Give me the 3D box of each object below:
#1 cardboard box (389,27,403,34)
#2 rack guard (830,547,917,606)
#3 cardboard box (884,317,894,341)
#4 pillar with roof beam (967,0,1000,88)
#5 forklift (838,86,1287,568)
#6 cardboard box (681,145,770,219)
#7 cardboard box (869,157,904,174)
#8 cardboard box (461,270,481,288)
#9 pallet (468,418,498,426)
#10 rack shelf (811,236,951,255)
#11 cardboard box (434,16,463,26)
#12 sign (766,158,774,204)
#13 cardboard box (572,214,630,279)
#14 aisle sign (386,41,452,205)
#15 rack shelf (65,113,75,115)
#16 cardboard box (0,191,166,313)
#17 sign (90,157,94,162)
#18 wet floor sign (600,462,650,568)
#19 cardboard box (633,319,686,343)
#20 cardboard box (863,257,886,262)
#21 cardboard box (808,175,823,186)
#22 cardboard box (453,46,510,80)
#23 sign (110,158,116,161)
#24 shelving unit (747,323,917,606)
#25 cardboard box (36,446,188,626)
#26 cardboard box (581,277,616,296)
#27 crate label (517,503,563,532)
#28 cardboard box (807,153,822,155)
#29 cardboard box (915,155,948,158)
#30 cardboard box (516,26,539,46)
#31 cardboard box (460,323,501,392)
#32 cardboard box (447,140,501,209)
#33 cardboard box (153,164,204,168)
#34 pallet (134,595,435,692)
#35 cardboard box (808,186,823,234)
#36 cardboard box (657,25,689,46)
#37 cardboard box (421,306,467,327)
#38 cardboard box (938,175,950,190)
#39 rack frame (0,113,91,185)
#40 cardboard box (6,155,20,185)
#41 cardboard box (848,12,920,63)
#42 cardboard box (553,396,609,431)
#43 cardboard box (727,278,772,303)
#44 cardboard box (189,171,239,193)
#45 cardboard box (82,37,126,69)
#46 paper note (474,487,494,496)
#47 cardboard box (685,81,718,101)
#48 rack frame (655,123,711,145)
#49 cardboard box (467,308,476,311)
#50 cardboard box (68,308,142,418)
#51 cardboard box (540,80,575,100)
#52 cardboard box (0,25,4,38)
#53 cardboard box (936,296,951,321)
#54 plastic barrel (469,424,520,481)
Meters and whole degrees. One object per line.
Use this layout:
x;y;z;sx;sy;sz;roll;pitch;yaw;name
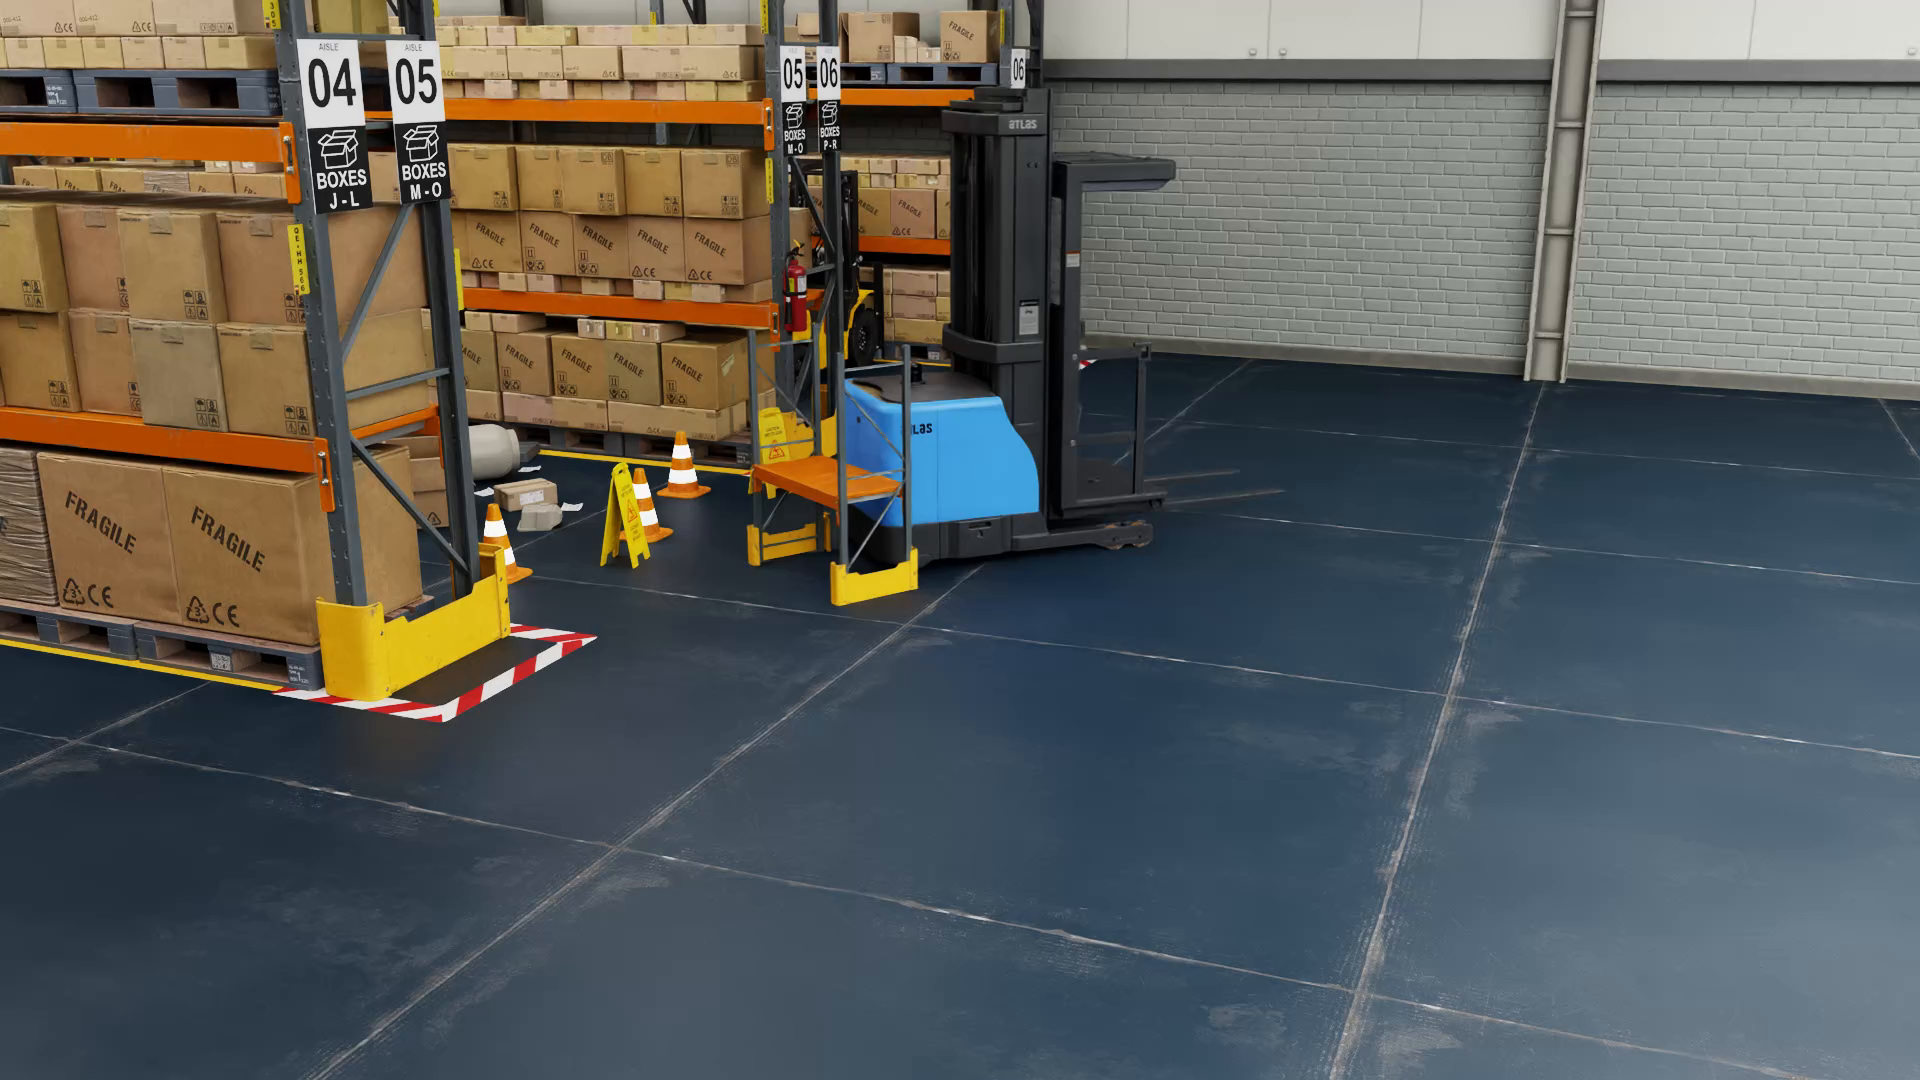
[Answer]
-4.479;-4.062;13.426;0.250;0.149;0.380;7;18;22;cardboard box
-0.513;0.214;9.987;0.587;0.250;0.087;-12;20;-35;rack guard
-0.840;-2.328;17.991;0.500;0.250;0.500;6;17;21;cardboard box
-1.263;-5.443;13.783;0.400;9.000;9.100;6;17;21;pillar with roof beam
0.742;-1.469;10.978;3.031;2.935;1.130;-6;17;-20;forklift
-1.739;-2.753;12.769;0.500;0.500;0.700;6;17;19;cardboard box
-0.758;-3.938;17.481;0.250;0.149;0.380;7;18;22;cardboard box
-4.000;-2.193;13.799;0.250;0.149;0.380;7;18;22;cardboard box
-4.267;-1.097;14.573;1.213;0.211;1.003;6;17;21;pallet
-1.226;-3.233;18.220;4.000;0.370;1.077;6;17;21;rack shelf
-5.717;-5.767;19.168;0.500;0.500;0.700;6;17;20;cardboard box
-1.406;-2.652;12.285;0.005;0.325;0.100;6;17;21;sign
-2.718;-2.366;13.229;0.500;0.500;0.500;6;17;20;cardboard box
-2.730;-2.111;8.402;0.004;0.787;0.394;6;17;21;aisle sign
-10.486;-4.204;16.185;4.000;0.370;1.077;6;17;21;rack shelf
-4.794;-1.576;9.016;0.500;0.550;0.875;6;17;21;cardboard box
-8.435;-3.564;16.136;0.005;0.325;0.100;6;17;21;sign
-2.153;-0.172;10.608;0.232;0.644;0.267;3;17;11;wet floor sign
-2.391;-1.673;13.228;0.250;0.149;0.380;7;18;22;cardboard box
-1.145;-2.992;18.484;0.500;0.250;0.500;6;17;20;cardboard box
-1.456;-3.878;17.810;0.250;0.149;0.380;6;17;19;cardboard box
-3.651;-3.786;13.189;0.500;0.250;0.500;6;17;21;cardboard box
-10.721;-4.876;21.035;0.005;0.325;0.100;6;17;21;sign
-0.807;-0.498;10.198;0.587;1.500;1.083;-12;20;-35;shelving unit
-4.380;-0.115;9.247;0.875;0.875;0.875;6;17;20;cardboard box
-2.826;-2.061;13.343;0.250;0.149;0.380;6;17;20;cardboard box
-2.902;-0.162;11.488;0.298;0.136;0.250;-2;16;-8;crate label
-1.500;-4.192;18.356;0.250;0.149;0.380;6;17;20;cardboard box
-0.307;-4.054;17.882;0.250;0.149;0.380;6;17;21;cardboard box
-3.255;-3.944;13.018;0.250;0.149;0.380;7;17;22;cardboard box
-3.953;-1.555;13.982;0.500;0.500;0.500;7;18;23;cardboard box
-4.108;-3.007;13.646;0.500;0.500;0.700;6;17;21;cardboard box
-7.146;-3.221;15.423;0.500;0.500;0.500;5;17;17;cardboard box
-3.678;0.486;9.122;1.213;0.211;1.003;6;17;21;pallet
-1.348;-3.561;17.879;0.500;0.500;0.500;6;17;21;cardboard box
-2.077;-3.805;12.539;0.250;0.149;0.380;6;17;20;cardboard box
-4.361;-1.889;13.972;0.250;0.149;0.380;7;17;21;cardboard box
-0.040;-3.715;17.246;0.250;0.149;0.380;7;17;22;cardboard box
-8.626;-2.905;15.798;0.127;3.000;1.000;6;17;21;rack frame
-9.203;-3.418;15.593;0.500;0.500;0.500;6;17;19;cardboard box
-0.783;-5.225;17.299;0.500;0.500;0.700;6;17;21;cardboard box
-3.002;-1.087;13.718;0.500;0.250;0.500;6;17;19;cardboard box
-1.610;-1.948;12.955;0.250;0.149;0.380;7;18;22;cardboard box
-6.358;-2.980;14.593;0.500;0.500;0.500;7;18;23;cardboard box
-4.048;-2.386;8.149;0.250;0.149;0.380;6;17;21;cardboard box
-3.529;-0.361;12.383;0.142;0.019;0.148;14;21;40;paper note
-1.862;-3.387;12.530;0.250;0.149;0.380;6;17;21;cardboard box
-3.087;-3.783;18.825;0.127;3.000;1.000;6;17;21;rack frame
-4.256;-1.746;14.640;0.500;0.500;0.500;6;17;20;cardboard box
-4.262;-1.031;9.075;0.550;0.550;0.875;6;17;21;cardboard box
-3.063;-3.516;12.973;0.250;0.149;0.380;6;17;20;cardboard box
-4.864;-2.685;8.466;0.500;0.250;0.500;6;17;21;cardboard box
0.067;-2.464;17.562;0.500;0.250;0.500;6;17;20;cardboard box
-3.661;-0.668;12.714;0.512;0.421;0.421;-9;18;-27;plastic barrel
